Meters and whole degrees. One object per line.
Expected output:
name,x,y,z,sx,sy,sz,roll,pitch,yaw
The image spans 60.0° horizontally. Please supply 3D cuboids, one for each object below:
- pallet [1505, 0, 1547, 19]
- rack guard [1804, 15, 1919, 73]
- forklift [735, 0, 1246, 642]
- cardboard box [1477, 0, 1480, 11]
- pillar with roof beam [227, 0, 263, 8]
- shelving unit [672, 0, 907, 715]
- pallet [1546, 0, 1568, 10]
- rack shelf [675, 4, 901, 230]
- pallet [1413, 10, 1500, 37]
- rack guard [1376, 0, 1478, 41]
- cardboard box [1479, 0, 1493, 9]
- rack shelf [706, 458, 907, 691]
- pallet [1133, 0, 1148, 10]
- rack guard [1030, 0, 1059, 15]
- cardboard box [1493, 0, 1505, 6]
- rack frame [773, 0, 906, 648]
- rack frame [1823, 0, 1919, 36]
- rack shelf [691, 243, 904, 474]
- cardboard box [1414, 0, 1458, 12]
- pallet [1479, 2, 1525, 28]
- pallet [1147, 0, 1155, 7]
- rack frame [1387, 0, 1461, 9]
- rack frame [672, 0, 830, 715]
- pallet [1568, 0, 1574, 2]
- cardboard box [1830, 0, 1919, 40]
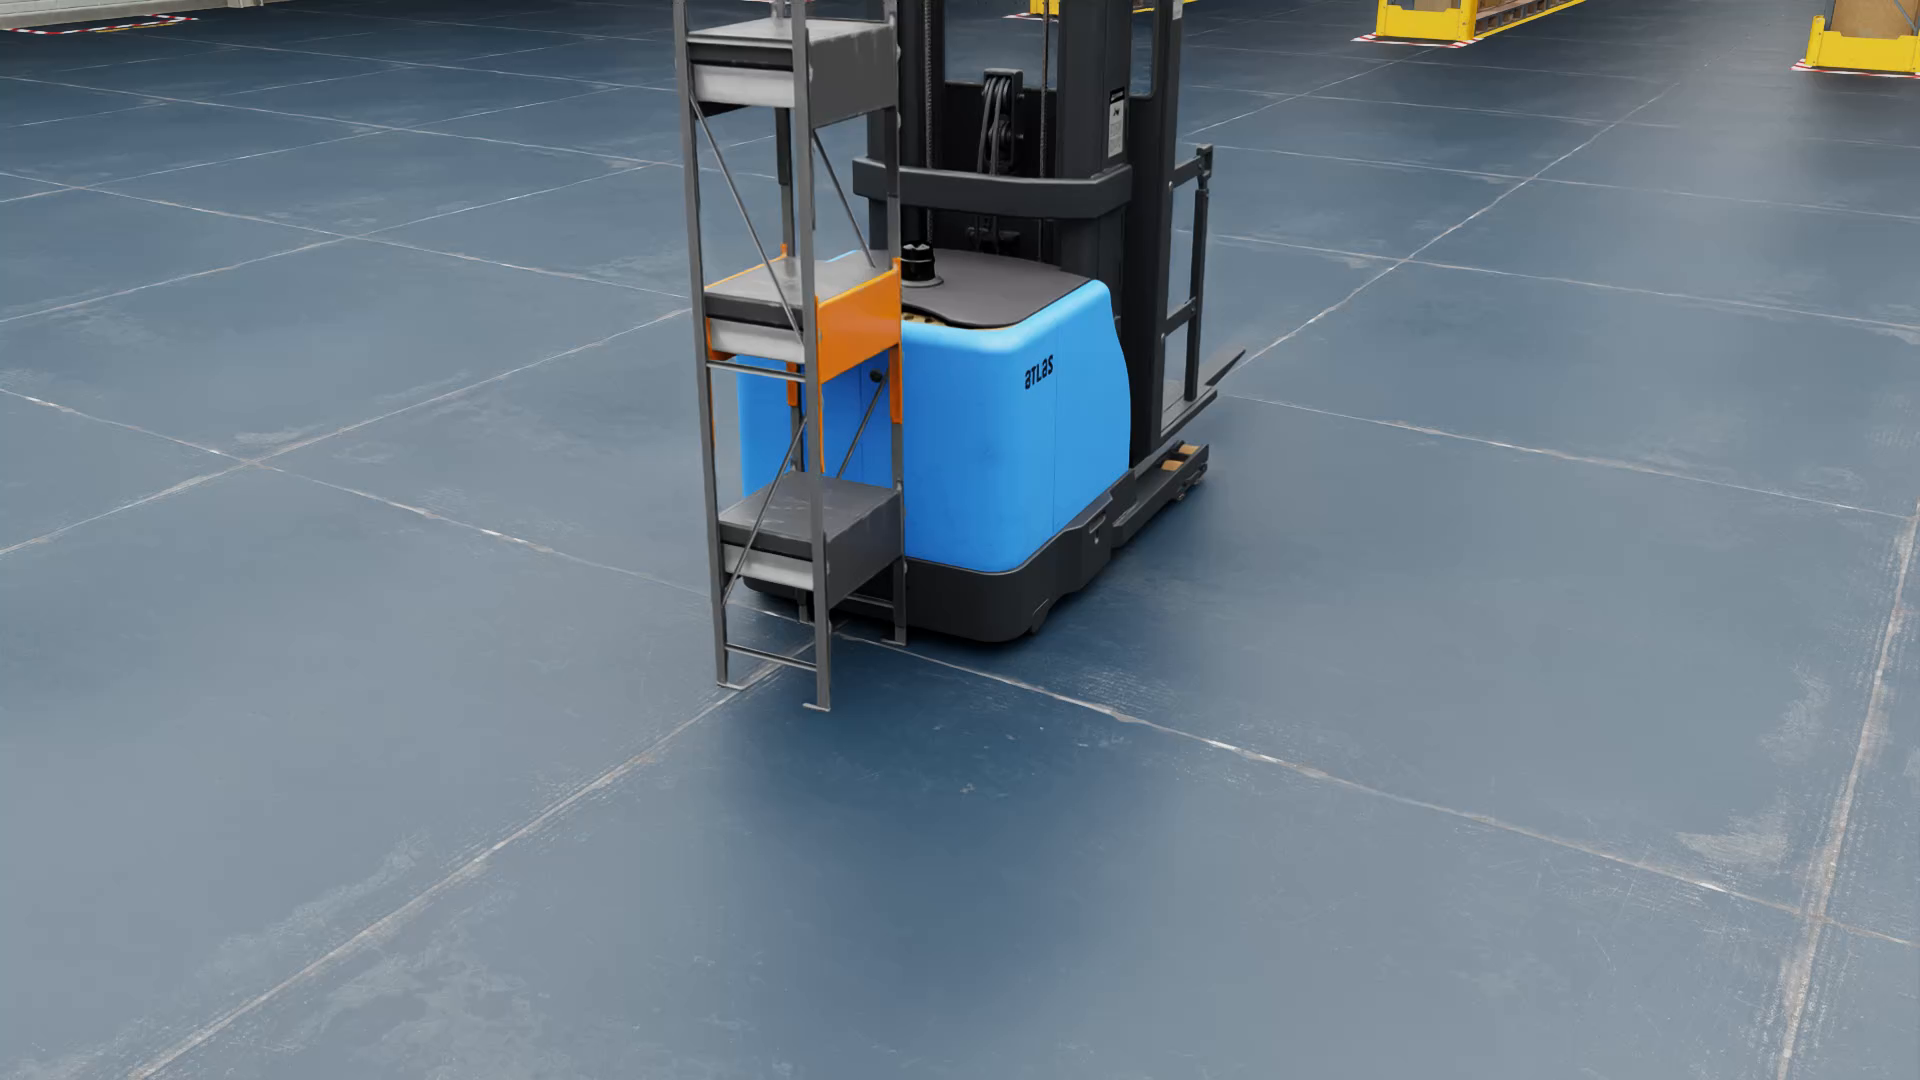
pallet,7.542,-7.473,23.247,1.003,0.211,1.213,14,27,29
rack guard,9.904,-5.408,18.114,1.175,0.500,0.348,14,27,29
forklift,0.360,-1.568,6.183,1.130,2.935,3.031,11,26,24
cardboard box,6.386,-7.099,21.490,0.500,0.500,0.500,-20,31,-39
pillar with roof beam,-6.741,-10.994,20.320,9.100,9.000,0.400,14,27,29
shelving unit,-0.467,-0.560,4.901,0.431,2.100,0.503,11,26,24
pallet,8.276,-7.970,24.396,1.003,0.211,1.213,14,27,29
rack shelf,-0.467,-1.190,4.628,0.431,0.518,0.480,11,26,24
pallet,6.255,-6.650,21.345,1.003,0.211,1.213,14,27,29
rack guard,5.797,-6.516,20.671,1.175,0.500,0.348,14,27,29
cardboard box,6.733,-7.306,21.969,0.500,0.500,0.500,17,29,34
rack shelf,-0.467,0.095,5.185,0.431,0.518,0.480,11,26,24
pallet,1.982,-7.704,23.780,1.003,0.211,1.213,14,27,29
rack guard,1.549,-7.563,23.092,1.175,0.500,0.348,14,27,29
cardboard box,7.065,-7.485,22.383,0.500,0.500,0.500,11,26,24
rack frame,-0.358,-0.647,5.102,0.400,2.100,0.015,11,26,24
rack frame,9.917,-6.563,17.636,1.000,3.000,0.127,14,27,29
rack shelf,-0.467,-0.548,4.907,0.431,0.518,0.480,11,26,24
cardboard box,6.100,-6.890,21.007,0.500,0.500,0.500,20,30,38
pallet,6.900,-7.060,22.292,1.003,0.211,1.213,14,27,29
pallet,2.626,-8.114,24.727,1.003,0.211,1.213,14,27,29
rack frame,5.757,-7.637,20.116,1.000,3.000,0.127,14,27,29
rack frame,-0.576,-0.473,4.701,0.400,2.100,0.015,11,26,24
pallet,8.919,-8.384,25.351,1.003,0.211,1.213,14,27,29
cardboard box,10.219,-6.024,18.535,0.875,0.875,0.875,14,27,29
